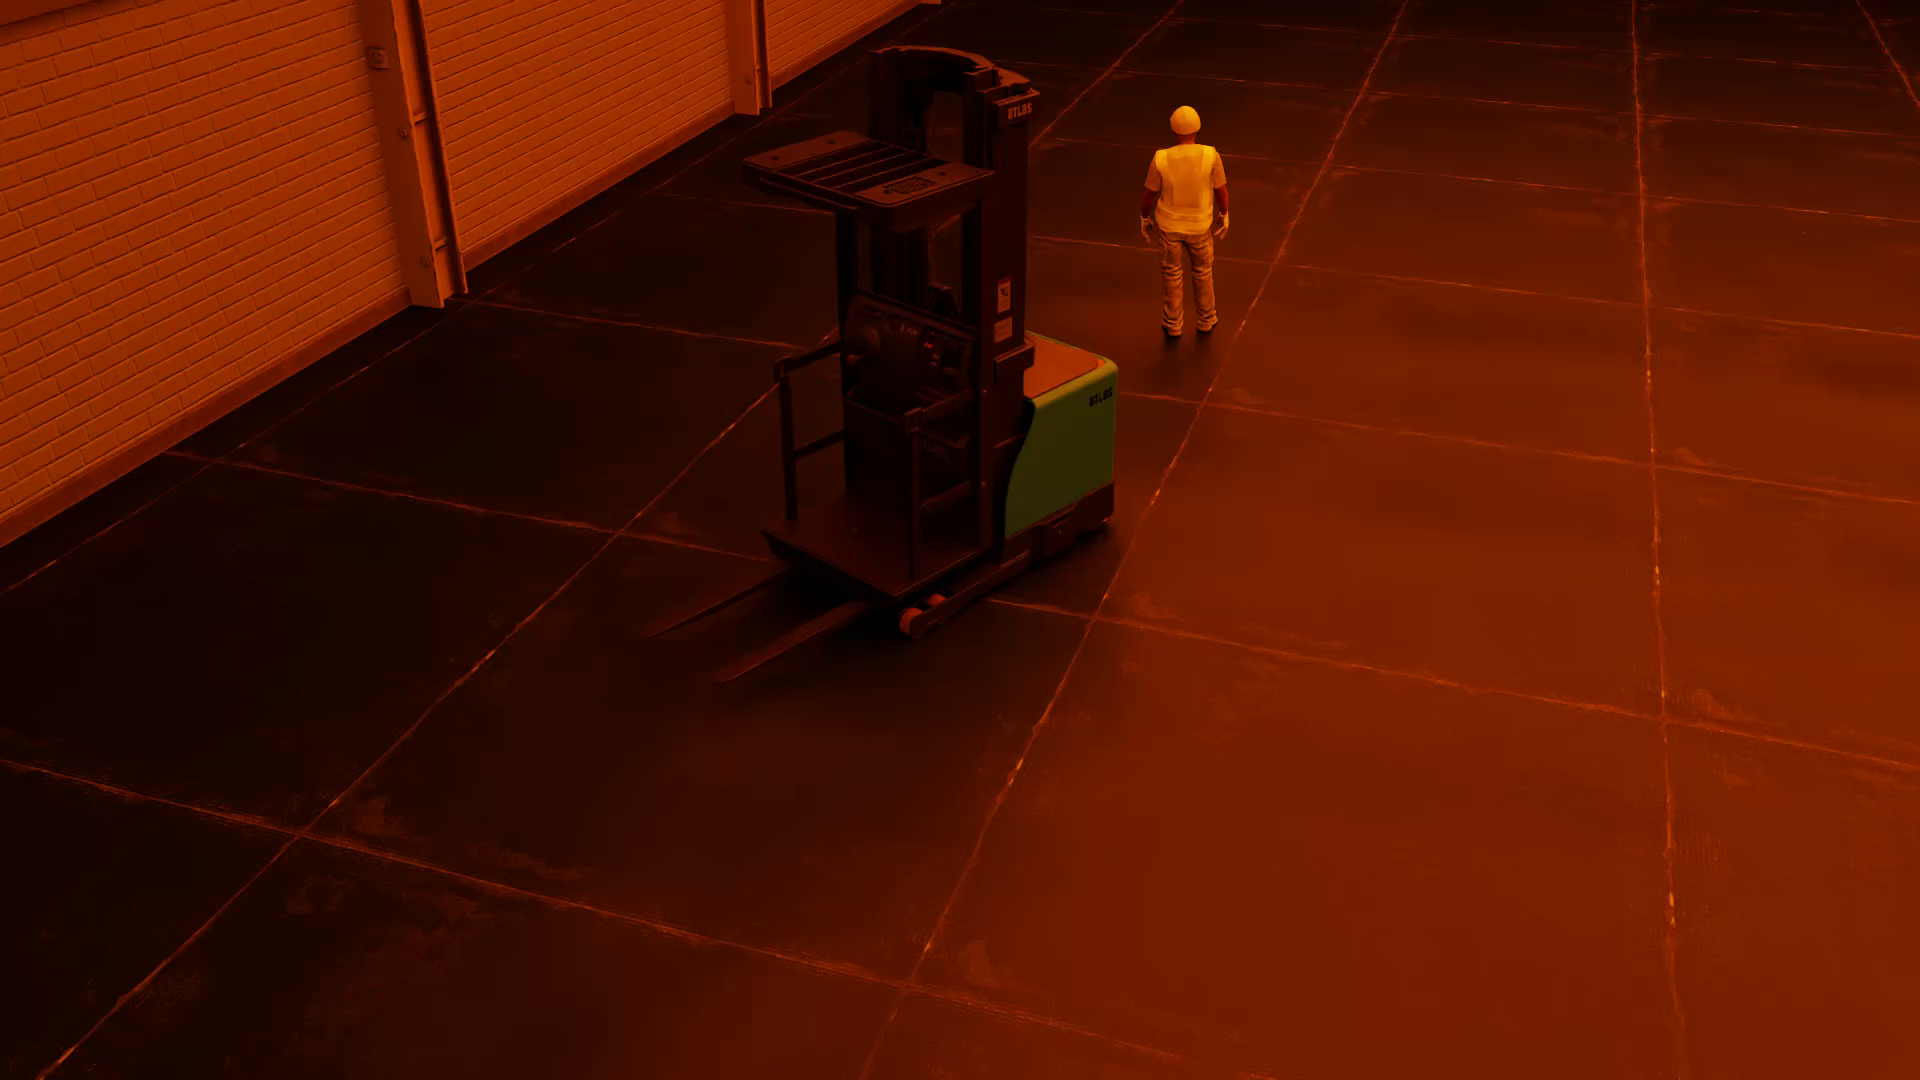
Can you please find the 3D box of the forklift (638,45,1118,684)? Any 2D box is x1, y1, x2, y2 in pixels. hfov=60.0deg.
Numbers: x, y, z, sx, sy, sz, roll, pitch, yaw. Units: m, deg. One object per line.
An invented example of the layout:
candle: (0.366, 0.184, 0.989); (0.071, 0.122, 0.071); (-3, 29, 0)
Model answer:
forklift: (-0.426, -1.018, 8.923); (1.130, 2.935, 3.031); (25, 38, 36)

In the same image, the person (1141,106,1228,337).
person: (1.687, -2.404, 12.498); (0.656, 1.782, 0.577); (3, 30, 5)
